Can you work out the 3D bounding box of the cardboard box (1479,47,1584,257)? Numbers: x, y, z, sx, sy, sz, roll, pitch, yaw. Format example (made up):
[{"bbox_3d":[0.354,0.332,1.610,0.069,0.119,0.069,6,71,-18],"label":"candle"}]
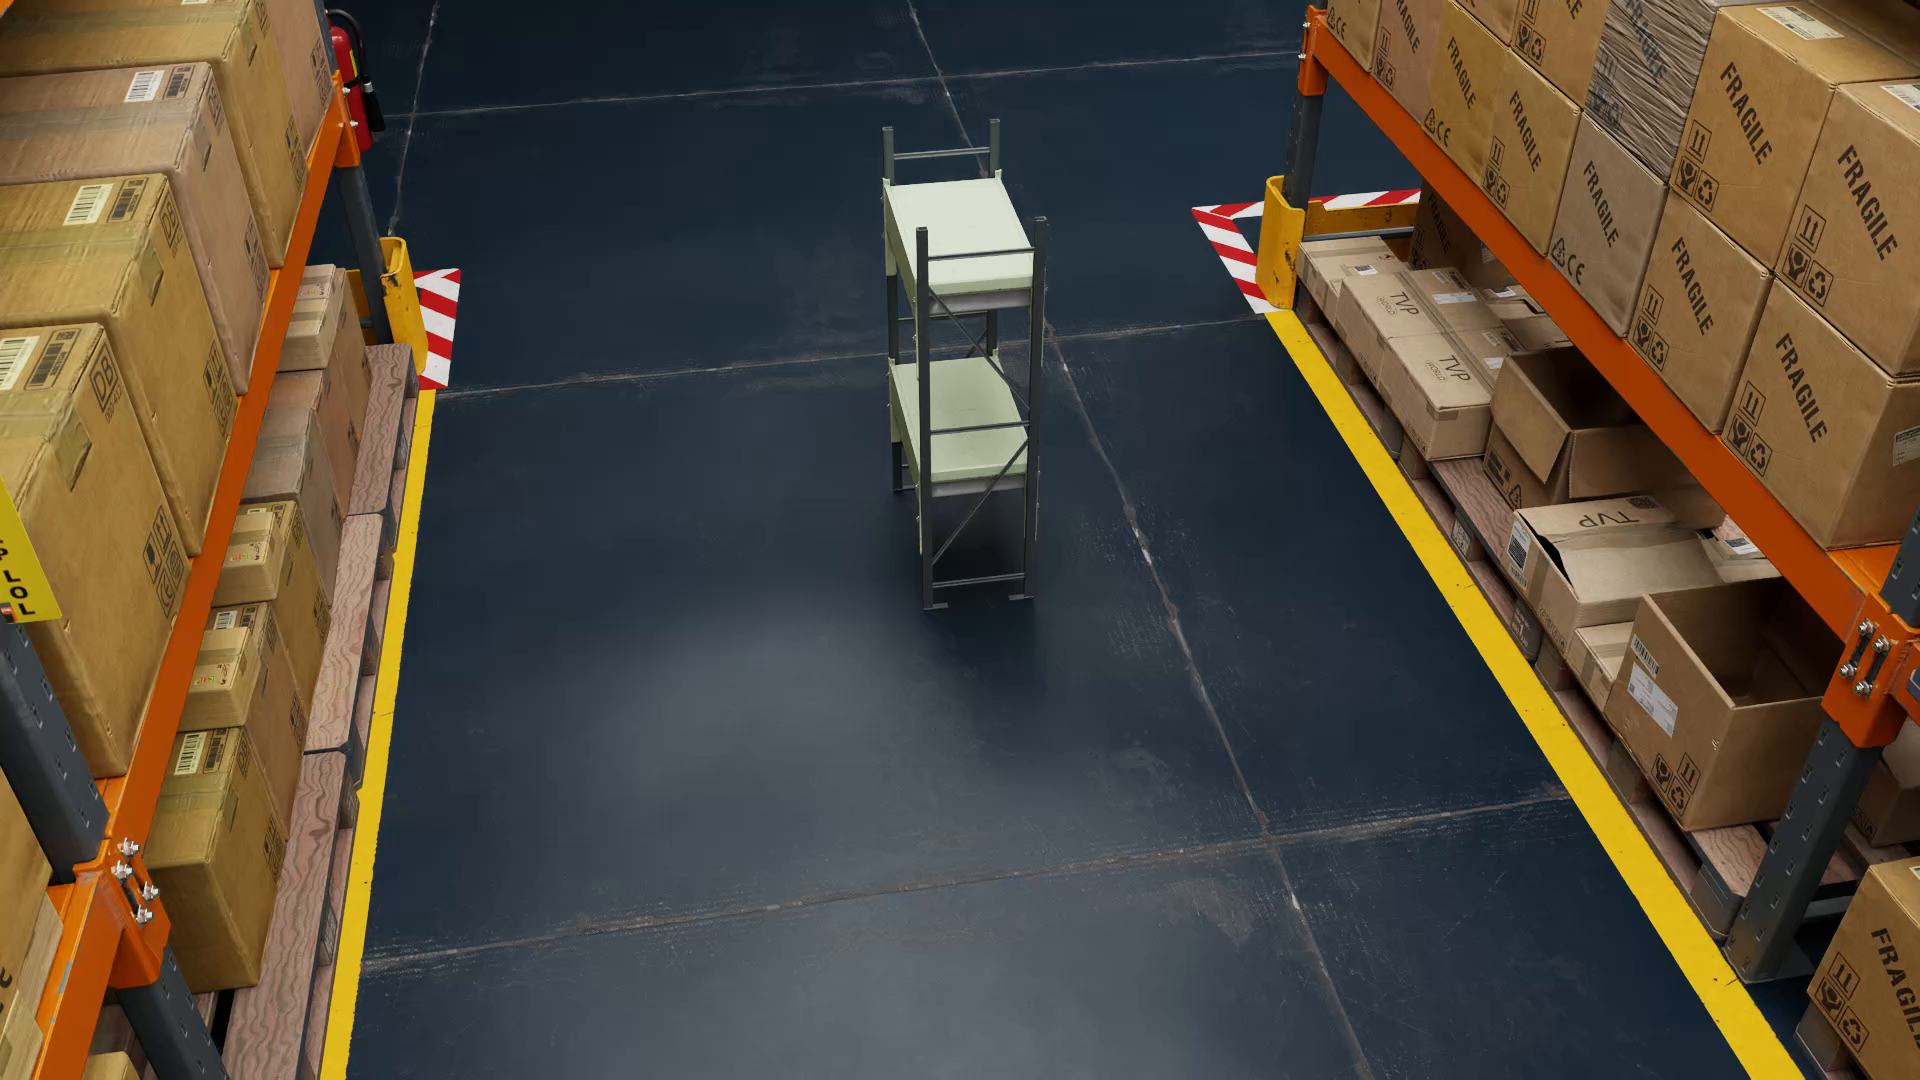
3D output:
[{"bbox_3d":[2.054,-1.270,5.359,0.500,0.500,0.500,-6,38,-7],"label":"cardboard box"}]

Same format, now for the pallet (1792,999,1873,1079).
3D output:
[{"bbox_3d":[2.850,1.561,4.069,1.003,0.211,1.213,-6,38,-8],"label":"pallet"}]

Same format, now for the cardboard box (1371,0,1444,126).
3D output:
[{"bbox_3d":[1.882,-1.876,6.138,0.500,0.500,0.500,-7,38,-8],"label":"cardboard box"}]

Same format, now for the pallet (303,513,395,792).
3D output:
[{"bbox_3d":[-2.480,0.402,5.560,1.003,0.211,1.213,-6,38,-8],"label":"pallet"}]

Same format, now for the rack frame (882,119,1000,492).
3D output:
[{"bbox_3d":[-0.063,-0.809,6.069,0.400,1.500,0.023,-6,38,-8],"label":"rack frame"}]

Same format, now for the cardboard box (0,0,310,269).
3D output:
[{"bbox_3d":[-2.670,-1.282,5.211,0.980,0.700,0.700,-7,38,-8],"label":"cardboard box"}]

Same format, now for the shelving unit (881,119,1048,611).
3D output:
[{"bbox_3d":[0.001,-0.588,5.785,0.431,1.500,0.755,-6,38,-8],"label":"shelving unit"}]

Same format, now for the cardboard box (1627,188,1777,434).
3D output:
[{"bbox_3d":[2.238,-0.653,4.564,0.500,0.500,0.500,-5,38,-7],"label":"cardboard box"}]

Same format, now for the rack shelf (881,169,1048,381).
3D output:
[{"bbox_3d":[0.001,-0.896,5.545,0.431,0.370,0.720,-6,38,-8],"label":"rack shelf"}]

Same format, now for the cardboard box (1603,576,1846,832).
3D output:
[{"bbox_3d":[2.291,0.472,4.876,0.500,0.500,0.500,-6,38,-8],"label":"cardboard box"}]

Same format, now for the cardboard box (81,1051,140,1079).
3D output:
[{"bbox_3d":[-1.965,1.569,3.195,0.750,0.750,0.750,-6,38,-7],"label":"cardboard box"}]

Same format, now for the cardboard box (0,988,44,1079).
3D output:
[{"bbox_3d":[-1.801,0.922,2.806,0.380,0.149,0.250,-6,38,-7],"label":"cardboard box"}]

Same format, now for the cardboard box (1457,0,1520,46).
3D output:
[{"bbox_3d":[1.969,-1.964,5.437,0.500,0.500,0.500,-6,38,-7],"label":"cardboard box"}]

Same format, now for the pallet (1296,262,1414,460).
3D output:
[{"bbox_3d":[2.123,-0.815,7.127,1.003,0.211,1.213,-6,38,-8],"label":"pallet"}]

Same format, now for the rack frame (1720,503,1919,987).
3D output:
[{"bbox_3d":[2.670,-0.028,3.841,1.000,3.000,0.127,-6,38,-8],"label":"rack frame"}]

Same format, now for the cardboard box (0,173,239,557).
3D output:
[{"bbox_3d":[-2.408,-0.382,4.052,0.980,0.700,0.700,-7,38,-9],"label":"cardboard box"}]

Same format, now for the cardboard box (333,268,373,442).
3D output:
[{"bbox_3d":[-2.687,-0.675,6.370,0.700,0.500,0.500,-6,38,-8],"label":"cardboard box"}]

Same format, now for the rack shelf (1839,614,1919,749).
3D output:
[{"bbox_3d":[3.020,1.464,2.507,1.077,0.370,4.000,-6,38,-8],"label":"rack shelf"}]

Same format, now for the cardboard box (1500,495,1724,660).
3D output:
[{"bbox_3d":[2.159,0.094,5.517,0.500,0.311,0.500,-6,38,-8],"label":"cardboard box"}]

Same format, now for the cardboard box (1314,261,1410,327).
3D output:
[{"bbox_3d":[1.747,-1.058,7.117,0.380,0.166,0.250,-6,38,-8],"label":"cardboard box"}]

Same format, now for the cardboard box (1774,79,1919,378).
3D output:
[{"bbox_3d":[2.326,-0.740,3.861,0.500,0.500,0.500,-6,38,-8],"label":"cardboard box"}]

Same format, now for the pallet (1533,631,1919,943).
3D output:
[{"bbox_3d":[2.550,0.659,5.230,1.003,0.211,1.213,-6,38,-8],"label":"pallet"}]

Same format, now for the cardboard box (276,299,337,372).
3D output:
[{"bbox_3d":[-2.439,-0.719,5.897,0.380,0.149,0.250,-5,38,-7],"label":"cardboard box"}]

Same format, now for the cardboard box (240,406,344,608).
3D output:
[{"bbox_3d":[-2.510,-0.069,5.590,0.700,0.500,0.500,-7,38,-9],"label":"cardboard box"}]

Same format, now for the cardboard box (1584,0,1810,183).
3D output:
[{"bbox_3d":[2.146,-1.353,4.650,0.500,0.500,0.500,-6,38,-8],"label":"cardboard box"}]

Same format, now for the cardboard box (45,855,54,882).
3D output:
[{"bbox_3d":[-2.407,0.719,4.046,0.380,0.149,0.250,-6,38,-8],"label":"cardboard box"}]

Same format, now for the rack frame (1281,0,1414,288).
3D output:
[{"bbox_3d":[1.969,-2.444,6.951,1.000,3.000,0.127,-6,38,-8],"label":"rack frame"}]

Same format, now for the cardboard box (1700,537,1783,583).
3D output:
[{"bbox_3d":[2.648,0.119,5.602,0.380,0.166,0.250,-6,38,-8],"label":"cardboard box"}]

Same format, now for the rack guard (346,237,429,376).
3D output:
[{"bbox_3d":[-2.912,-0.936,7.047,1.175,0.500,0.348,-6,38,-8],"label":"rack guard"}]

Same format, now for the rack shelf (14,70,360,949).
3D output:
[{"bbox_3d":[-2.557,-0.417,4.928,1.077,0.370,4.000,-6,38,-8],"label":"rack shelf"}]

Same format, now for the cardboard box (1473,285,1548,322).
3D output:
[{"bbox_3d":[2.289,-0.942,6.969,0.380,0.166,0.250,-6,38,-8],"label":"cardboard box"}]

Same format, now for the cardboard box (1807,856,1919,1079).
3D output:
[{"bbox_3d":[2.515,1.104,4.063,0.500,0.500,0.500,-8,39,-10],"label":"cardboard box"}]

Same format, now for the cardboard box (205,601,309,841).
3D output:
[{"bbox_3d":[-2.321,0.562,4.777,0.700,0.500,0.500,-7,38,-8],"label":"cardboard box"}]

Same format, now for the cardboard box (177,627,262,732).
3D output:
[{"bbox_3d":[-2.117,0.383,4.478,0.380,0.149,0.250,-5,38,-6],"label":"cardboard box"}]

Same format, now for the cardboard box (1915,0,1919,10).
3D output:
[{"bbox_3d":[2.773,-1.089,4.310,0.500,0.500,0.500,-7,38,-9],"label":"cardboard box"}]

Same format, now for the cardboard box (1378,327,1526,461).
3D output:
[{"bbox_3d":[1.960,-0.569,6.420,0.500,0.250,0.500,-6,38,-8],"label":"cardboard box"}]
